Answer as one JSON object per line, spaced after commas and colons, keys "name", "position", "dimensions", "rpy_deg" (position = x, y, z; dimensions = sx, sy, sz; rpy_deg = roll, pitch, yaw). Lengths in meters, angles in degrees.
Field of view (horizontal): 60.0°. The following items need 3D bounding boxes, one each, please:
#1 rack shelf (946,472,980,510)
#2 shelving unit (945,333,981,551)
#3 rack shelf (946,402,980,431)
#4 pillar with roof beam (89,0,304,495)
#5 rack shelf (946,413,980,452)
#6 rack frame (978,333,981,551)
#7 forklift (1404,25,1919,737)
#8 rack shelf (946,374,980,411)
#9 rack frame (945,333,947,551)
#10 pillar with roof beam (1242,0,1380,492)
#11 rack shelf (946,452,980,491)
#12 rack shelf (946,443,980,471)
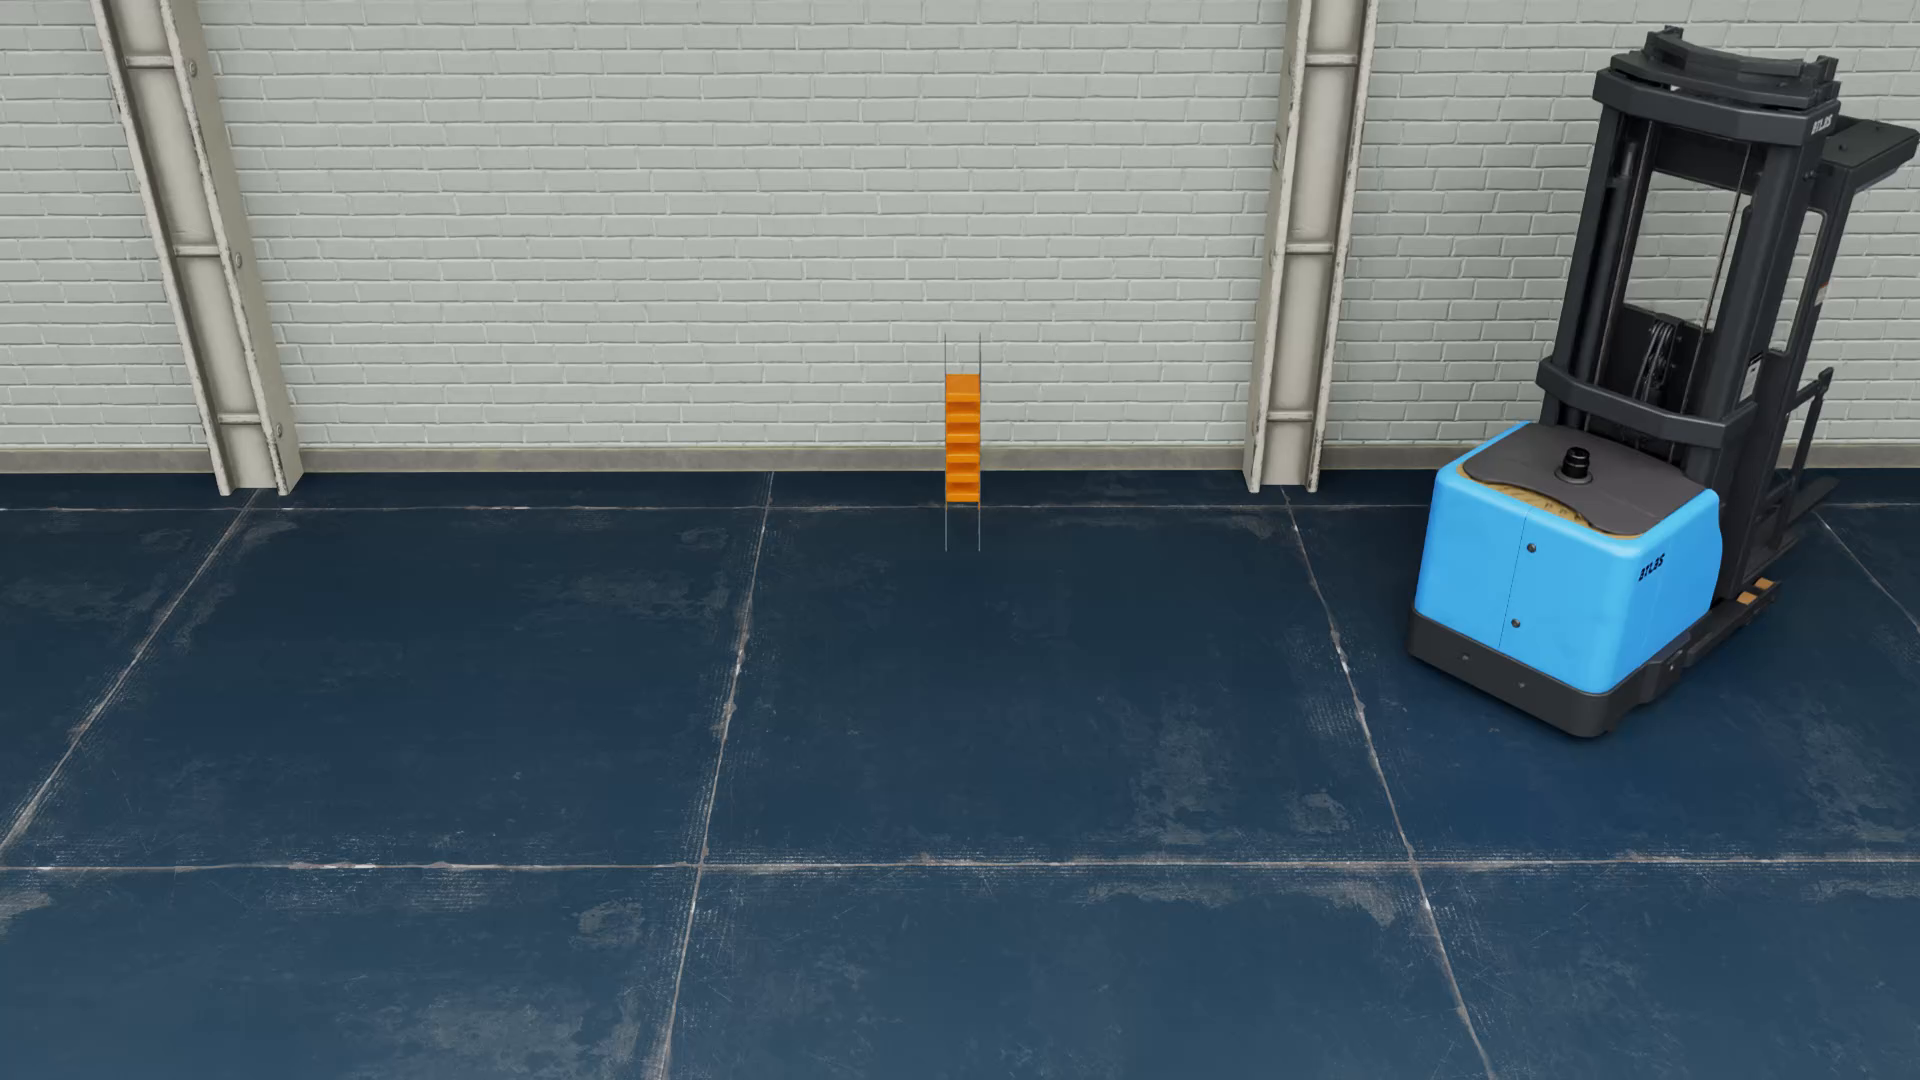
{"name": "rack shelf", "position": [0.014, -0.270, 9.086], "dimensions": [0.180, 0.103, 0.258], "rpy_deg": [0, 31, 0]}
{"name": "shelving unit", "position": [0.014, -0.513, 8.939], "dimensions": [0.189, 1.200, 0.258], "rpy_deg": [0, 31, 0]}
{"name": "rack shelf", "position": [0.014, -0.680, 8.837], "dimensions": [0.180, 0.103, 0.258], "rpy_deg": [0, 31, 0]}
{"name": "pillar with roof beam", "position": [-4.085, -1.955, 3.797], "dimensions": [0.400, 9.000, 9.100], "rpy_deg": [0, 31, 0]}
{"name": "rack shelf", "position": [0.014, -0.578, 8.900], "dimensions": [0.180, 0.103, 0.258], "rpy_deg": [0, 31, 0]}
{"name": "rack frame", "position": [0.106, -0.513, 8.939], "dimensions": [0.006, 1.200, 0.240], "rpy_deg": [0, 31, 0]}
{"name": "forklift", "position": [3.624, -0.997, 8.067], "dimensions": [3.031, 2.935, 1.130], "rpy_deg": [-26, 40, -36]}
{"name": "rack shelf", "position": [0.014, -0.783, 8.775], "dimensions": [0.180, 0.103, 0.258], "rpy_deg": [0, 31, 0]}
{"name": "rack frame", "position": [-0.077, -0.513, 8.938], "dimensions": [0.006, 1.200, 0.240], "rpy_deg": [0, 31, 0]}
{"name": "pillar with roof beam", "position": [1.915, -1.974, 3.828], "dimensions": [0.400, 9.000, 9.100], "rpy_deg": [0, 31, 0]}
{"name": "rack shelf", "position": [0.014, -0.372, 9.024], "dimensions": [0.180, 0.103, 0.258], "rpy_deg": [0, 31, 0]}
{"name": "rack shelf", "position": [0.014, -0.475, 8.962], "dimensions": [0.180, 0.103, 0.258], "rpy_deg": [0, 31, 0]}
